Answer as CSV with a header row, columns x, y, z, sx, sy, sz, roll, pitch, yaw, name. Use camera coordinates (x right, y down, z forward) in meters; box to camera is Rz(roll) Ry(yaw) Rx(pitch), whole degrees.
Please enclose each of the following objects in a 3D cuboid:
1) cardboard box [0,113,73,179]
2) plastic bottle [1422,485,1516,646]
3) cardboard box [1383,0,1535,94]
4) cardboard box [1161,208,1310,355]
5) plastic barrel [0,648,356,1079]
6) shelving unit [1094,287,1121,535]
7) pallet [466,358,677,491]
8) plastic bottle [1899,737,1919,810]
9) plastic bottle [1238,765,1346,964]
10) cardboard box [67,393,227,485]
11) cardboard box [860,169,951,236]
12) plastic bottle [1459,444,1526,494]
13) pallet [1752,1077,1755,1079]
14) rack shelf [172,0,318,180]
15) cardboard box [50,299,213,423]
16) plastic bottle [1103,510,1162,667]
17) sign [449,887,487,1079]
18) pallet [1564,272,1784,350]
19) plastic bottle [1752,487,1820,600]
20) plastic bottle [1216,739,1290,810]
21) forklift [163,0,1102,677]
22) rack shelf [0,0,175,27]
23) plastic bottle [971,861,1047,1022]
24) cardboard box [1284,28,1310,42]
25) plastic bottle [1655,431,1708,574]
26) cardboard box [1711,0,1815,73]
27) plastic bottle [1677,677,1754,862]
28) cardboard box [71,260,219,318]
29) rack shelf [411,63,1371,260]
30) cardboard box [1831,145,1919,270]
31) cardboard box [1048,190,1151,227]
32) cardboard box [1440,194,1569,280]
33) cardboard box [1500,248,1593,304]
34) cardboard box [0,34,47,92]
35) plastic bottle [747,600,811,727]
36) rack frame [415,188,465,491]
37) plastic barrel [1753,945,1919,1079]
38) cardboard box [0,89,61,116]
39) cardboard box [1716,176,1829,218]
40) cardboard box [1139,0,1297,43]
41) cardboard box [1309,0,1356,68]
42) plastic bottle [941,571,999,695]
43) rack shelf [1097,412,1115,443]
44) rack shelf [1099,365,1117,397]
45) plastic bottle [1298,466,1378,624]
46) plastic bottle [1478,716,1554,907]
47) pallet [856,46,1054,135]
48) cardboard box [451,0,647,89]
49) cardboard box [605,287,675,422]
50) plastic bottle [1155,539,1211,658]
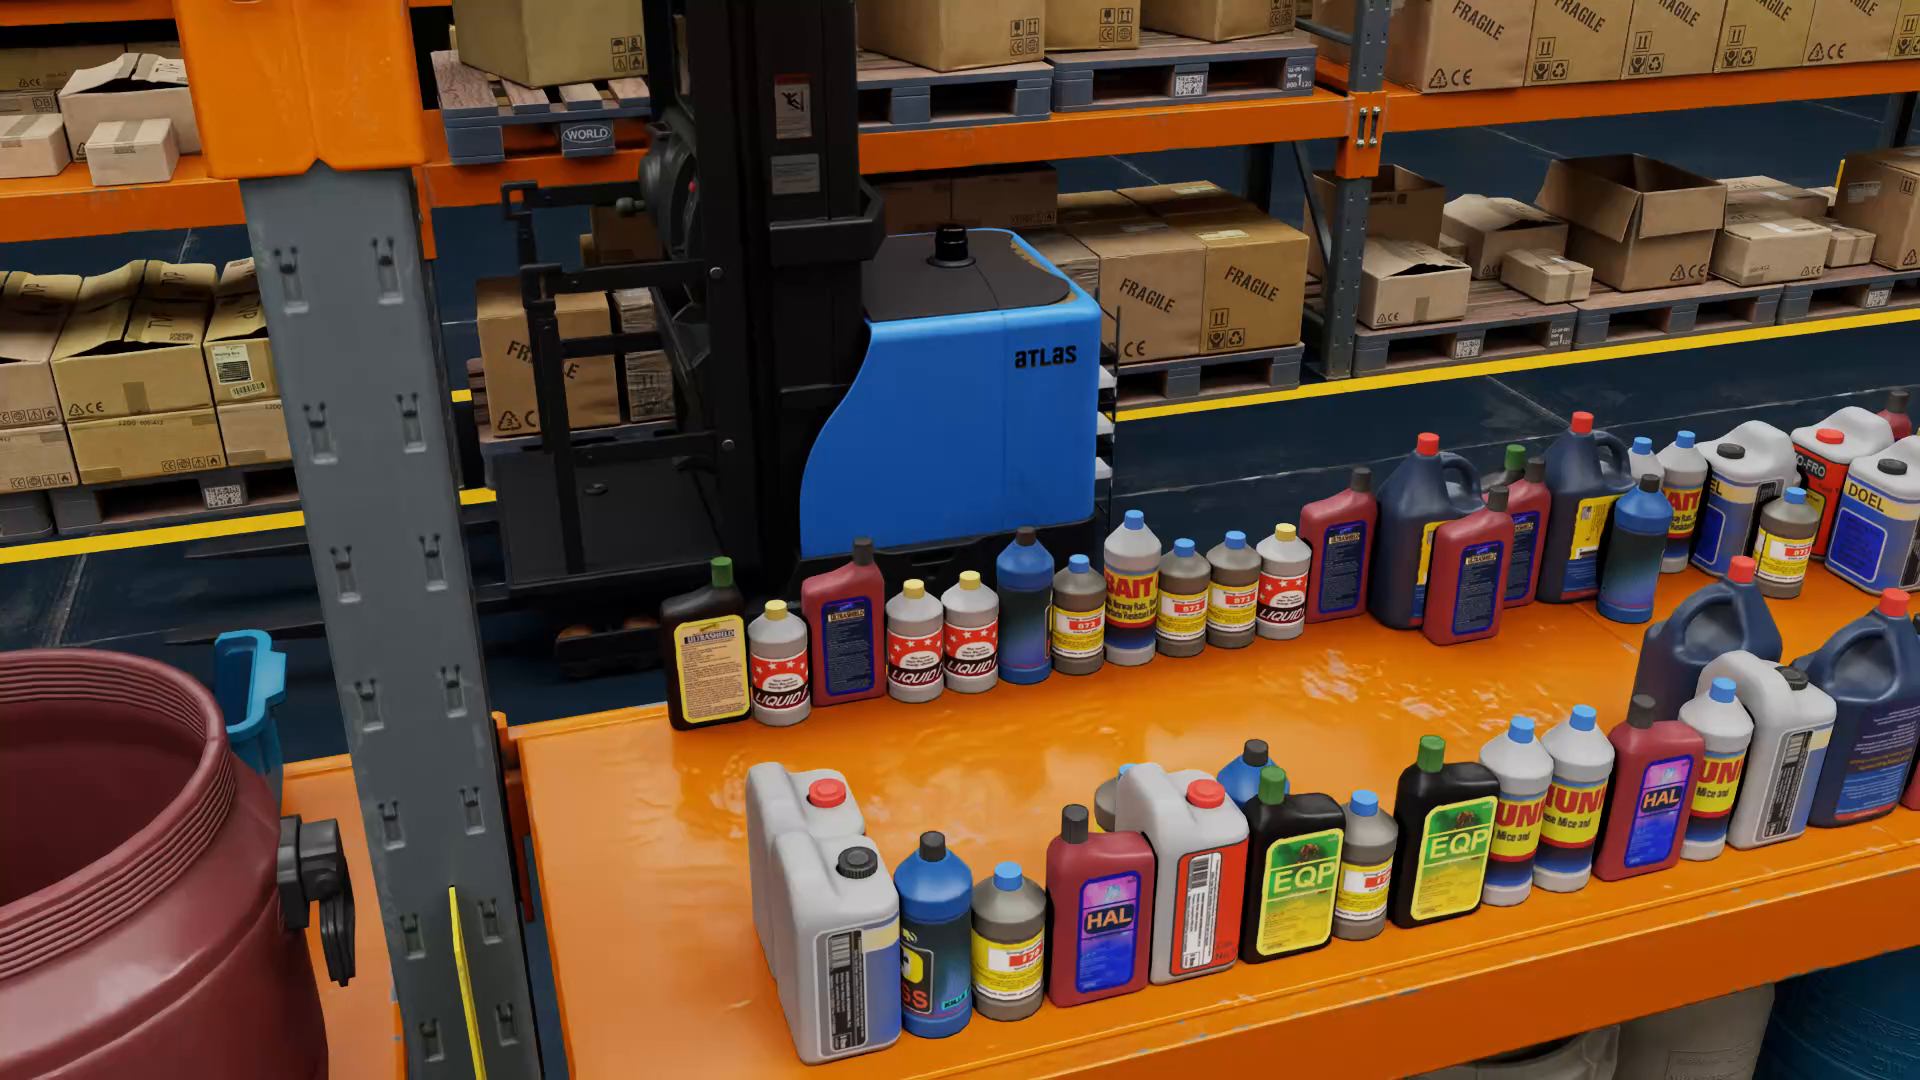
x,y,z,sx,sy,sz,roll,pitch,yaw,name
-3.389,-1.434,6.047,0.250,0.149,0.380,-6,27,-12,cardboard box
0.896,0.043,2.920,0.133,0.283,0.061,-8,28,-16,plastic bottle
2.179,-2.296,7.390,0.500,0.500,0.500,-8,27,-15,cardboard box
1.229,-1.185,7.580,0.500,0.500,0.500,-8,28,-16,cardboard box
-1.011,0.480,1.756,0.708,0.536,0.600,-8,28,-16,plastic barrel
0.435,-0.462,6.169,0.210,0.900,0.258,-8,27,-15,shelving unit
-1.472,-0.583,7.188,1.213,0.211,1.003,-8,28,-16,pallet
1.484,0.263,2.478,0.133,0.283,0.061,-8,28,-16,plastic bottle
0.430,0.416,2.171,0.133,0.283,0.061,-8,28,-16,plastic bottle
-3.107,-0.454,6.411,0.500,0.250,0.500,-9,28,-17,cardboard box
-0.353,-1.539,7.450,0.500,0.250,0.500,-9,28,-17,cardboard box
0.979,-0.036,3.080,0.133,0.283,0.061,-8,28,-16,plastic bottle
1.231,1.306,3.383,1.213,0.211,1.003,-8,28,-16,pallet
-2.565,-0.397,1.112,4.000,0.370,1.077,-8,28,-16,rack shelf
-3.108,-0.703,6.282,0.500,0.311,0.500,-9,28,-17,cardboard box
0.294,0.077,2.866,0.097,0.271,0.097,0,26,0,plastic bottle
-0.486,0.508,1.671,0.005,0.325,0.100,-8,28,-16,sign
3.425,-1.311,8.654,1.213,0.211,1.003,-8,28,-16,pallet
1.537,0.000,3.101,0.097,0.201,0.097,0,26,0,plastic bottle
0.388,0.390,2.236,0.097,0.271,0.097,0,26,0,plastic bottle
-1.098,-1.133,5.236,3.031,2.935,1.130,-8,27,-15,forklift
-5.633,-3.242,10.216,4.000,0.370,1.077,-8,28,-16,rack shelf
0.060,0.497,2.098,0.097,0.201,0.097,0,26,0,plastic bottle
2.287,-3.733,12.734,0.500,0.500,0.700,-9,28,-18,cardboard box
1.362,-0.078,3.178,0.097,0.271,0.097,0,26,0,plastic bottle
3.624,-2.507,7.814,0.500,0.500,0.500,-9,28,-17,cardboard box
1.065,0.320,2.376,0.097,0.271,0.097,0,26,0,plastic bottle
-3.279,-0.930,6.738,0.500,0.311,0.500,-9,28,-17,cardboard box
-0.292,-1.699,7.108,4.000,0.370,1.077,-8,28,-16,rack shelf
4.972,-1.746,8.709,0.500,0.500,0.500,-8,28,-16,cardboard box
0.571,-1.332,7.876,0.500,0.500,0.500,-8,27,-15,cardboard box
2.777,-1.591,8.610,0.500,0.311,0.500,-8,28,-16,cardboard box
2.895,-1.314,8.215,0.250,0.166,0.380,-8,28,-16,cardboard box
-5.929,-2.946,10.284,0.500,0.250,0.500,-9,28,-18,cardboard box
-0.295,0.194,2.710,0.097,0.201,0.097,0,26,0,plastic bottle
-2.194,-1.746,6.393,0.127,3.000,1.000,-8,28,-16,rack frame
1.944,0.715,3.323,0.708,0.901,0.600,-8,28,-16,plastic barrel
-5.866,-2.620,10.471,0.500,0.500,0.700,-8,27,-16,cardboard box
4.333,-1.789,9.078,0.500,0.250,0.500,-8,28,-16,cardboard box
1.090,-2.559,7.446,0.500,0.500,0.700,-19,32,-33,cardboard box
2.006,-2.519,7.838,0.500,0.500,0.500,-8,27,-15,cardboard box
0.017,0.149,2.801,0.097,0.201,0.097,0,26,0,plastic bottle
0.435,-0.432,6.183,0.200,0.077,0.258,-8,27,-15,rack shelf
0.435,-0.593,6.103,0.200,0.077,0.258,-8,27,-15,rack shelf
0.676,0.008,2.992,0.133,0.283,0.061,-8,28,-16,plastic bottle
0.753,0.366,2.285,0.097,0.271,0.097,0,26,0,plastic bottle
-0.346,-1.929,6.979,1.213,0.211,1.003,-8,28,-16,pallet
-1.630,-2.113,6.548,0.500,0.500,0.700,-19,32,-33,cardboard box
-1.176,-0.839,6.884,0.500,0.500,0.500,-9,28,-18,cardboard box
0.387,0.095,2.909,0.097,0.201,0.097,0,26,0,plastic bottle
